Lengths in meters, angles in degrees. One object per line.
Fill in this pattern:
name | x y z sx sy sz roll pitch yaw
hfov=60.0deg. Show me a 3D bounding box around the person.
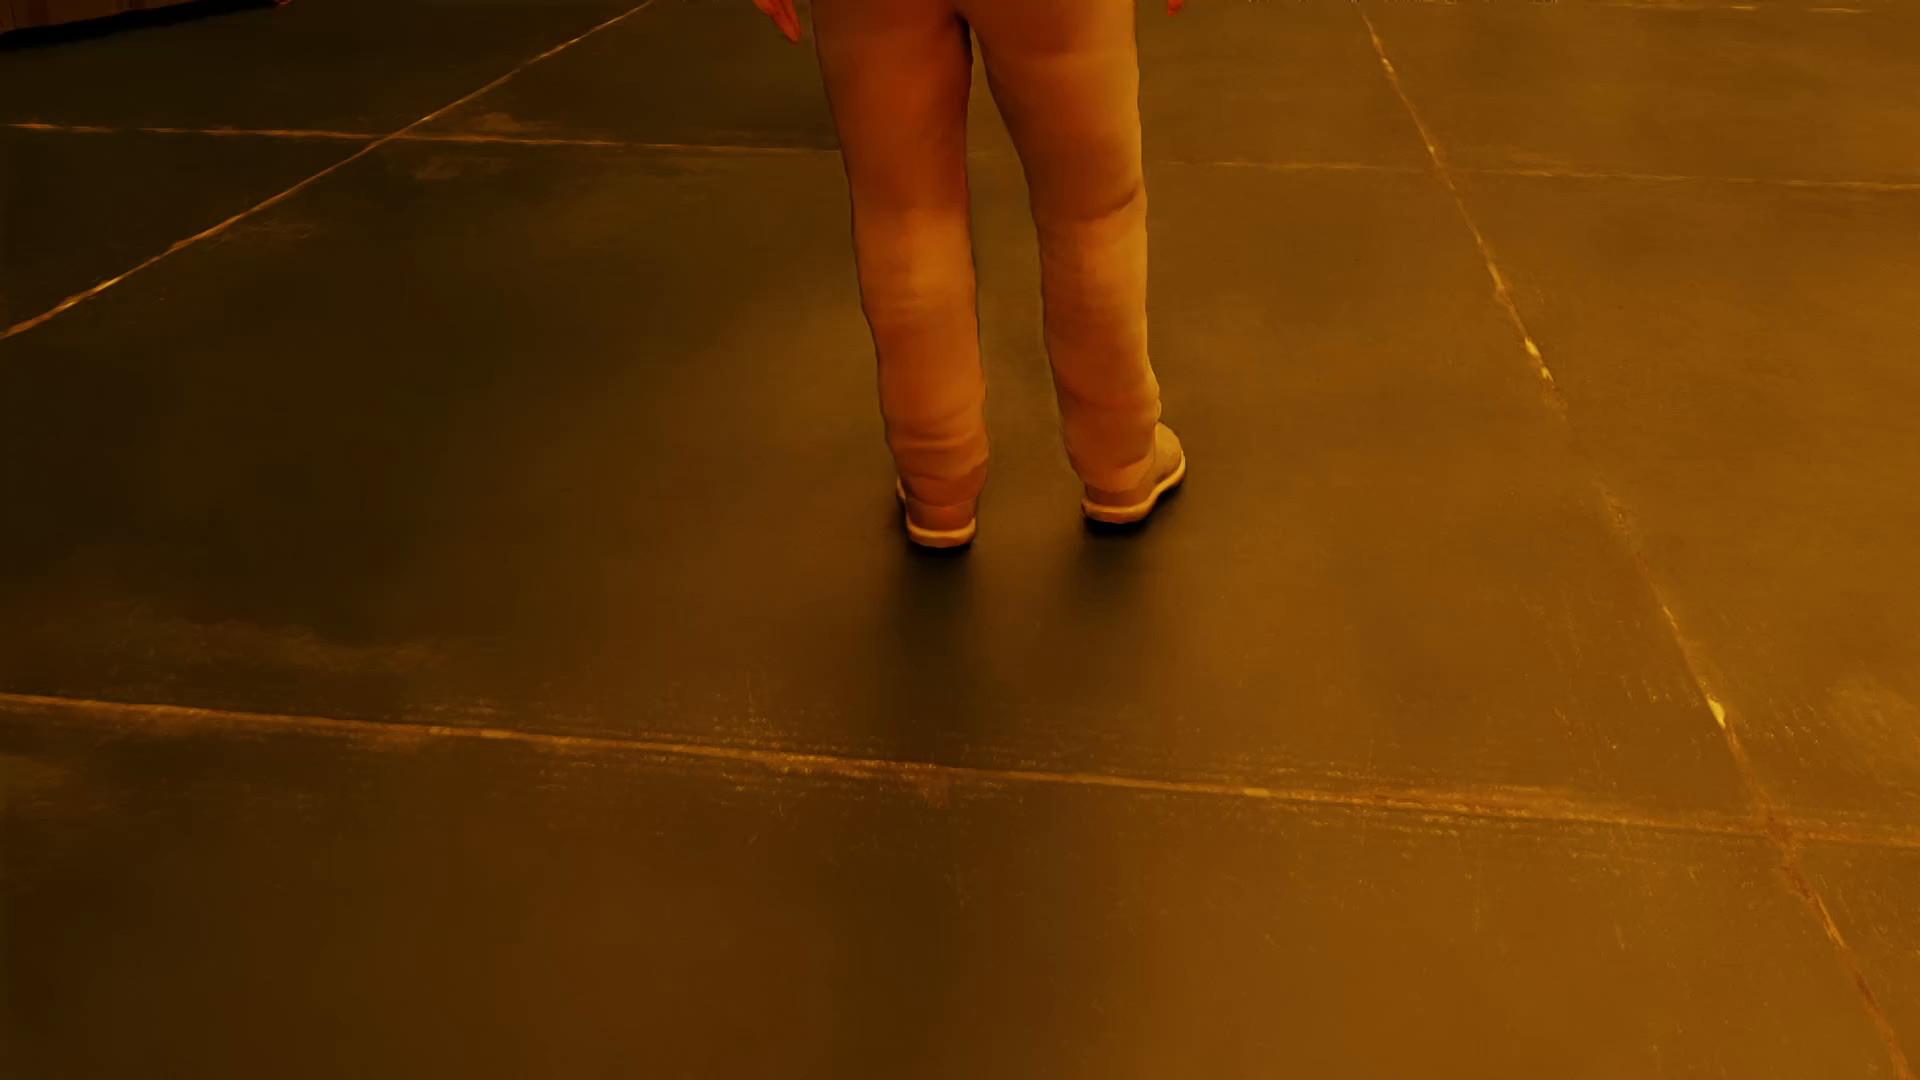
person | 0.022 -0.838 2.167 0.640 1.781 0.574 3 27 7
